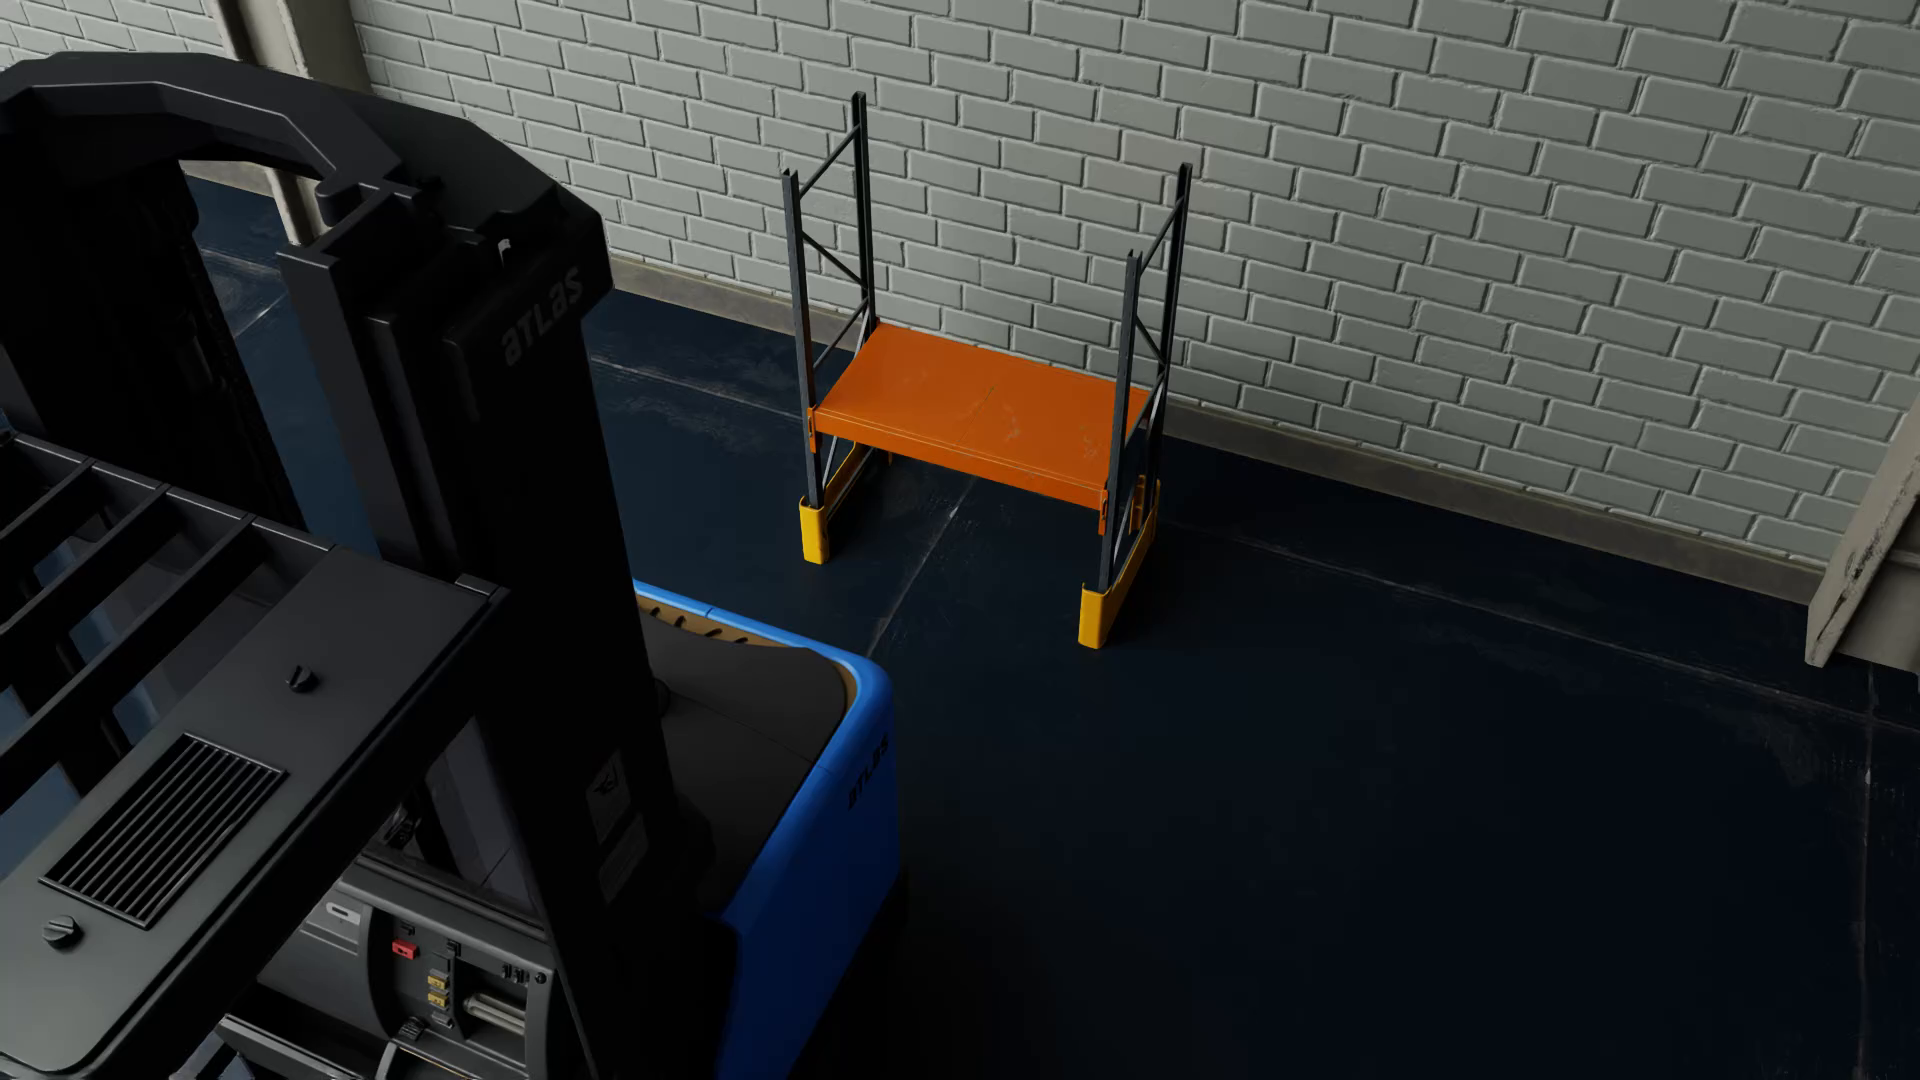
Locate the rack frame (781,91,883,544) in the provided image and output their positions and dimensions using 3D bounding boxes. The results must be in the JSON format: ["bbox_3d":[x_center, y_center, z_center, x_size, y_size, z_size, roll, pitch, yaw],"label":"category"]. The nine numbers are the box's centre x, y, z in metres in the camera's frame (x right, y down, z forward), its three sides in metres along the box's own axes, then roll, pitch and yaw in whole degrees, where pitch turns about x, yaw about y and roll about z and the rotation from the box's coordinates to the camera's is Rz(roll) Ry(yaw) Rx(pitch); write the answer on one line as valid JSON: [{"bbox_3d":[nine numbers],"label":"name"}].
[{"bbox_3d":[-0.390,-0.647,5.336,0.032,1.500,0.500,16,47,16],"label":"rack frame"}]

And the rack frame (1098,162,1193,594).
[{"bbox_3d":[0.548,-0.370,5.059,0.032,1.500,0.500,16,47,16],"label":"rack frame"}]

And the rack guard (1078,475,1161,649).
[{"bbox_3d":[0.530,0.067,5.505,0.087,0.250,0.587,16,47,16],"label":"rack guard"}]

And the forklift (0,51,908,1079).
[{"bbox_3d":[-1.199,0.836,2.832,1.130,2.935,3.031,17,47,17],"label":"forklift"}]

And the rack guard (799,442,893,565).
[{"bbox_3d":[-0.389,-0.203,5.777,0.087,0.250,0.587,16,47,16],"label":"rack guard"}]

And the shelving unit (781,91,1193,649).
[{"bbox_3d":[0.070,-0.511,5.200,1.083,1.500,0.587,16,47,16],"label":"shelving unit"}]

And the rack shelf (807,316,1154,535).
[{"bbox_3d":[0.079,-0.381,5.325,1.000,0.185,0.538,16,47,16],"label":"rack shelf"}]

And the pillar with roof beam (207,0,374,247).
[{"bbox_3d":[-4.232,-1.667,1.046,0.400,9.000,9.100,16,47,16],"label":"pillar with roof beam"}]
